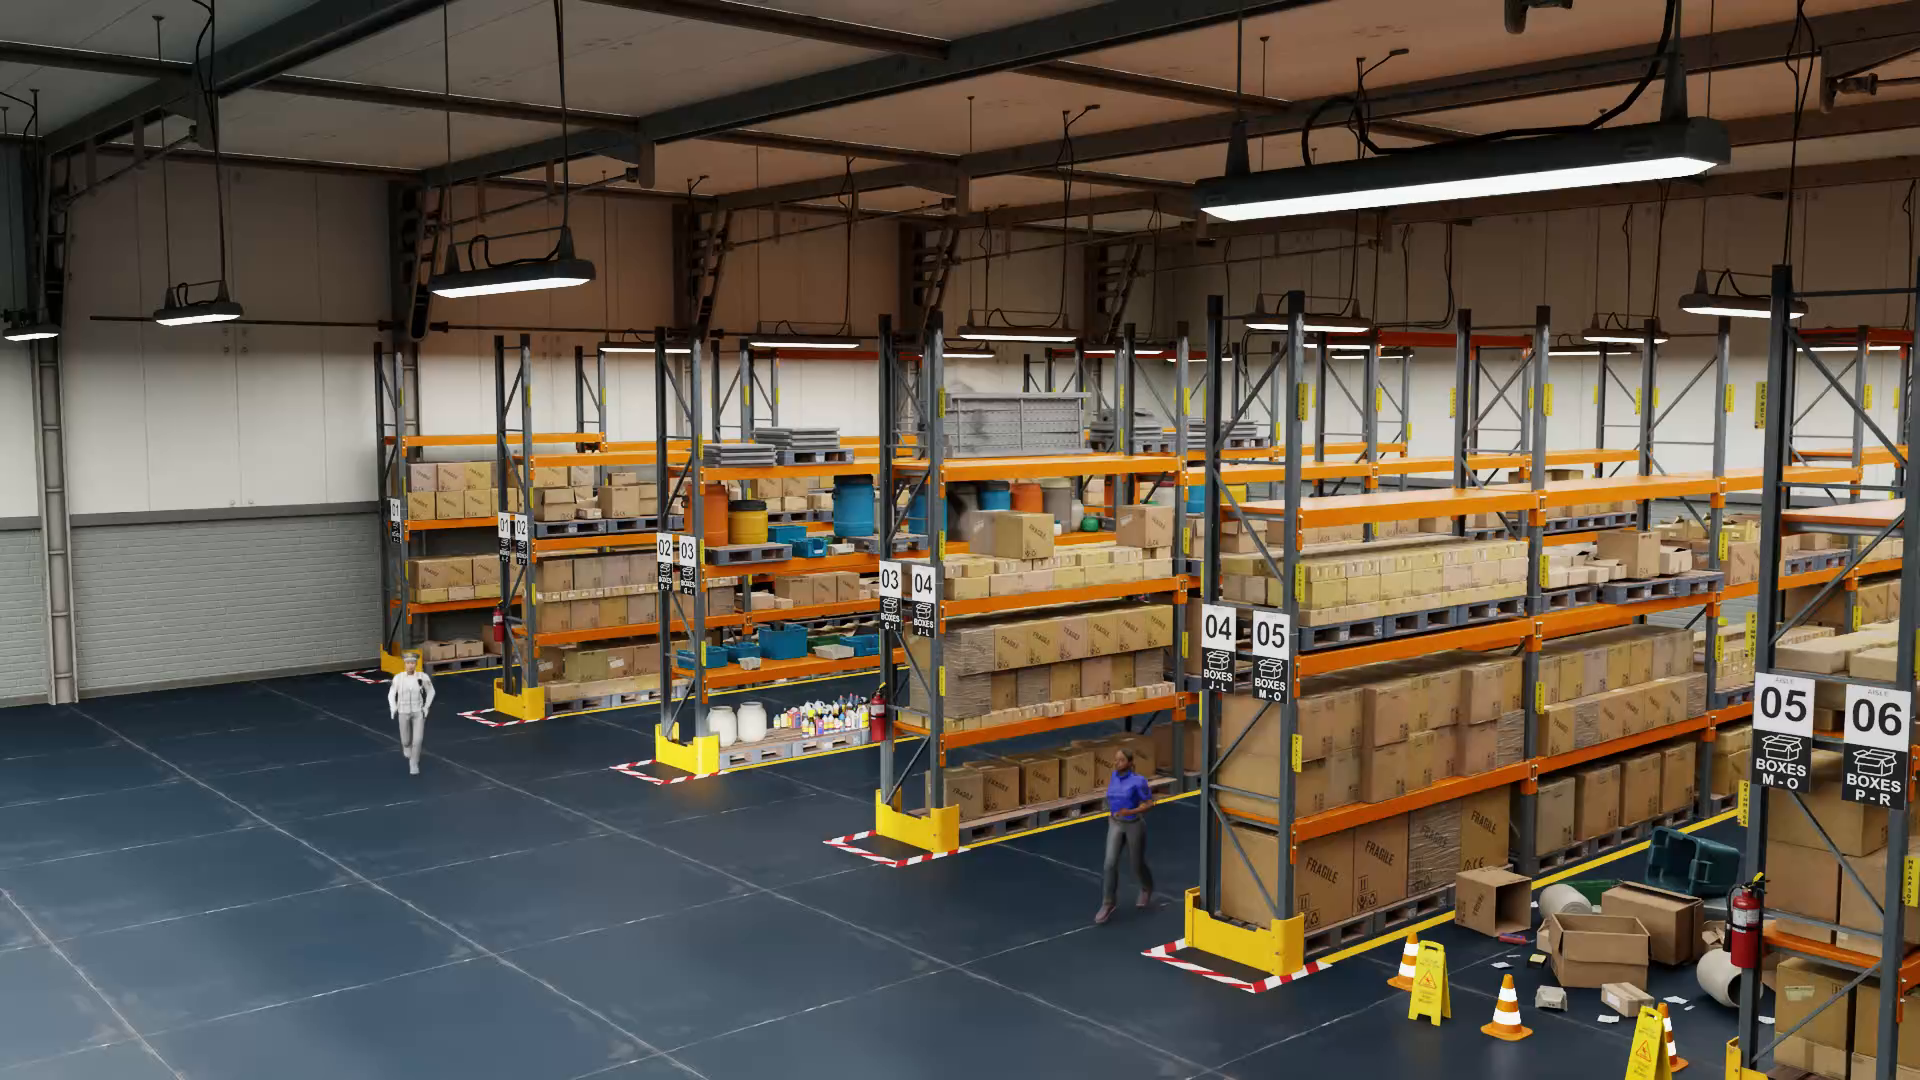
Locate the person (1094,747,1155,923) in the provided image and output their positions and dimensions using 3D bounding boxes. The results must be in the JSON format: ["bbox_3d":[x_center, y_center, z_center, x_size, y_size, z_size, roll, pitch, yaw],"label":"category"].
[{"bbox_3d":[1.668,2.848,16.268,0.573,1.682,0.827,4,6,36],"label":"person"}]

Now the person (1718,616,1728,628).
[{"bbox_3d":[11.332,2.036,24.790,0.823,1.806,0.668,-5,7,-42],"label":"person"}]

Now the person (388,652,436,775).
[{"bbox_3d":[-7.403,2.309,22.487,0.607,1.649,0.591,-2,5,-17],"label":"person"}]
